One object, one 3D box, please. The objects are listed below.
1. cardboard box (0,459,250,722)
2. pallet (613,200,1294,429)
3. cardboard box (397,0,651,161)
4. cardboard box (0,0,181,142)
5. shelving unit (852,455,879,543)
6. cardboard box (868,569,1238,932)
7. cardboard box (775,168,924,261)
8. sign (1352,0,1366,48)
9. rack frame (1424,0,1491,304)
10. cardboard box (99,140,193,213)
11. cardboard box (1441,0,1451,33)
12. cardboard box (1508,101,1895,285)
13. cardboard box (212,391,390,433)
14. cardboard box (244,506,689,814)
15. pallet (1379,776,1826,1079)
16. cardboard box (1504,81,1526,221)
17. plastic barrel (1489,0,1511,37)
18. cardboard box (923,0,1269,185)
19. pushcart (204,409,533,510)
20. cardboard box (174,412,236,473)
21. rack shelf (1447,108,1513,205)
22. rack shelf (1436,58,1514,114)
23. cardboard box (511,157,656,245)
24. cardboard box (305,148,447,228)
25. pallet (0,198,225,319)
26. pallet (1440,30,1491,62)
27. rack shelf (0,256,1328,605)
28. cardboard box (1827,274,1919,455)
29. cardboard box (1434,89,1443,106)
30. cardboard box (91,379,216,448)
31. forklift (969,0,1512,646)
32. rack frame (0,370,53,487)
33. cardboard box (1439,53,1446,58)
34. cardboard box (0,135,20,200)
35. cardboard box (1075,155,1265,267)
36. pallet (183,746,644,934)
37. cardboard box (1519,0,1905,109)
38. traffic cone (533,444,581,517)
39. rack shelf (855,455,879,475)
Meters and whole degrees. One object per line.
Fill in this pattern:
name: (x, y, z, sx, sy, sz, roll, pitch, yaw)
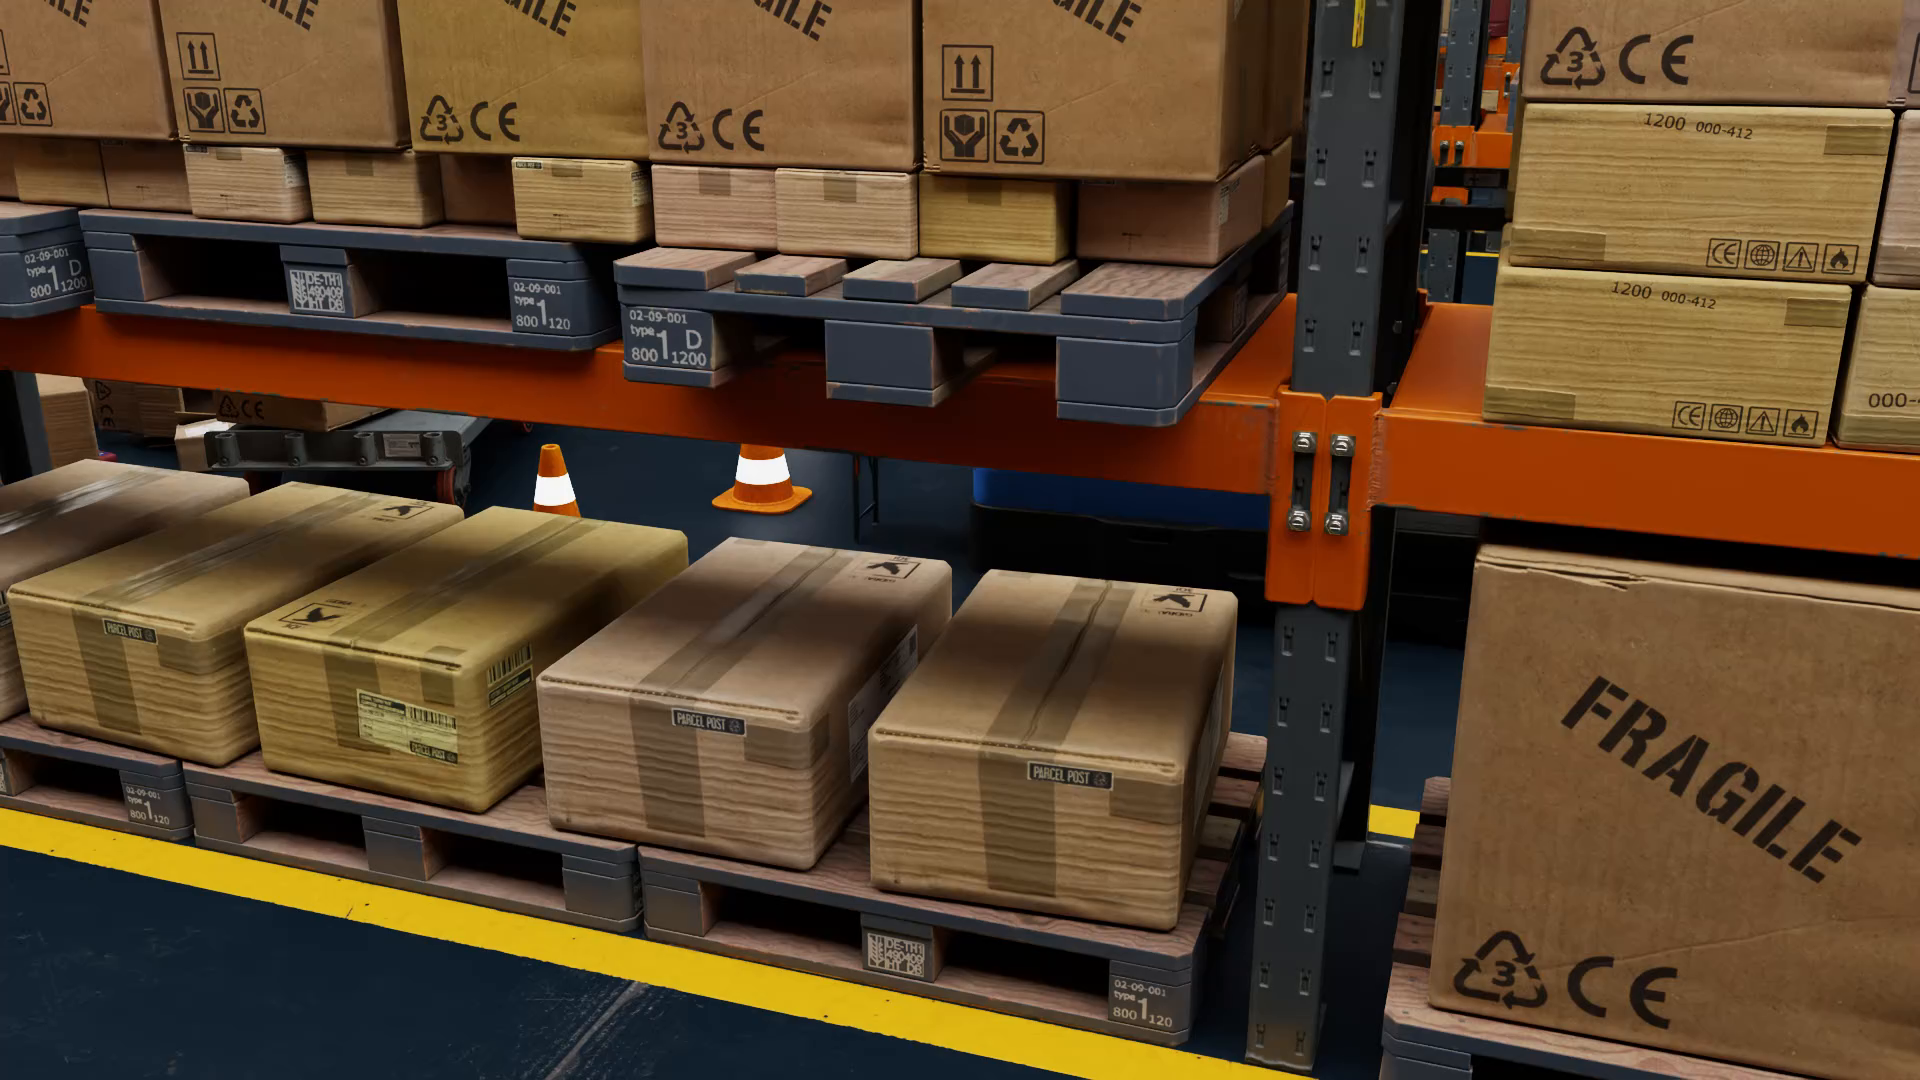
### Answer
cardboard box: (-2.512, 0.106, 4.569, 0.625, 0.372, 0.950, 7, 20, 19)
pallet: (0.062, -0.514, 3.284, 1.003, 0.211, 1.213, 7, 20, 18)
cardboard box: (-0.719, -1.016, 3.191, 0.500, 0.500, 0.500, 5, 20, 14)
cardboard box: (-1.723, -1.127, 3.511, 0.500, 0.500, 0.500, 6, 20, 18)
shelving unit: (-0.110, -0.571, 5.891, 0.503, 1.200, 0.258, 5, 20, 15)
cardboard box: (0.240, 0.418, 3.674, 0.625, 0.372, 0.950, 5, 20, 14)
cardboard box: (-0.146, -0.622, 3.047, 0.250, 0.149, 0.380, 6, 20, 18)
sign: (0.601, -0.900, 2.462, 0.005, 0.325, 0.100, 7, 20, 18)
rack frame: (2.300, -2.110, 7.573, 0.127, 3.000, 1.000, 7, 20, 18)
cardboard box: (-1.601, -0.810, 3.585, 0.250, 0.149, 0.380, 7, 20, 18)
cardboard box: (3.500, -3.933, 12.012, 0.500, 0.500, 0.500, 4, 20, 11)
cardboard box: (1.168, -0.594, 2.692, 0.500, 0.250, 0.500, 6, 20, 18)
cardboard box: (-2.452, -0.726, 6.250, 0.500, 0.500, 0.500, 7, 20, 18)
cardboard box: (-1.174, 0.257, 4.136, 0.625, 0.372, 0.950, 7, 20, 20)
pallet: (1.491, 0.865, 3.274, 1.213, 0.211, 1.003, 7, 20, 18)
cardboard box: (1.312, -0.752, 3.146, 0.500, 0.250, 0.500, 6, 20, 18)
plastic barrel: (5.110, -5.202, 16.235, 0.708, 0.536, 0.600, 7, 20, 18)
cardboard box: (0.250, -0.909, 2.885, 0.500, 0.500, 0.500, 6, 20, 16)
pushcart: (-2.307, -0.469, 6.847, 0.936, 0.377, 1.648, 0, 19, -1)
cardboard box: (-3.073, -0.457, 6.983, 0.396, 0.266, 0.258, -7, 20, -20)
rack shelf: (4.189, -1.555, 7.072, 4.000, 0.370, 1.077, 7, 20, 18)
rack shelf: (2.134, -3.518, 12.704, 4.000, 0.370, 1.077, 7, 20, 18)
cardboard box: (-0.646, -0.677, 3.205, 0.250, 0.149, 0.380, 7, 20, 19)
cardboard box: (-1.106, -0.745, 3.400, 0.250, 0.149, 0.380, 6, 20, 16)
pallet: (-2.334, -0.774, 4.031, 1.213, 0.211, 1.003, 7, 20, 18)
pallet: (3.315, -3.595, 12.124, 1.003, 0.211, 1.213, 7, 20, 18)
rack shelf: (-1.119, -0.437, 3.865, 4.000, 0.370, 1.077, 7, 20, 18)
cardboard box: (1.641, -0.309, 2.632, 0.500, 0.250, 0.500, 6, 20, 16)
cardboard box: (6.212, -5.657, 21.287, 0.500, 0.250, 0.500, 6, 20, 17)
cardboard box: (-3.410, -0.809, 7.426, 0.503, 0.637, 0.797, 7, 20, 18)
forklift: (1.607, -1.233, 5.161, 3.031, 2.935, 1.130, 5, 20, 15)
rack frame: (-3.008, -0.992, 4.366, 0.127, 3.000, 1.000, 7, 20, 18)
cardboard box: (7.754, -7.443, 26.000, 0.500, 0.500, 0.700, 6, 20, 18)
cardboard box: (-2.064, -0.878, 3.781, 0.250, 0.149, 0.380, 8, 21, 22)
cardboard box: (0.384, -0.602, 2.991, 0.250, 0.149, 0.380, 7, 21, 20)
pallet: (-1.116, 0.539, 4.209, 1.213, 0.211, 1.003, 7, 20, 18)
cardboard box: (1.156, -0.950, 2.575, 0.500, 0.500, 0.500, 6, 20, 16)
traffic cone: (-1.377, -0.096, 5.648, 0.334, 0.463, 0.336, 7, 20, 18)
rack shelf: (-0.110, -0.320, 5.978, 0.480, 0.148, 0.258, 5, 20, 15)
